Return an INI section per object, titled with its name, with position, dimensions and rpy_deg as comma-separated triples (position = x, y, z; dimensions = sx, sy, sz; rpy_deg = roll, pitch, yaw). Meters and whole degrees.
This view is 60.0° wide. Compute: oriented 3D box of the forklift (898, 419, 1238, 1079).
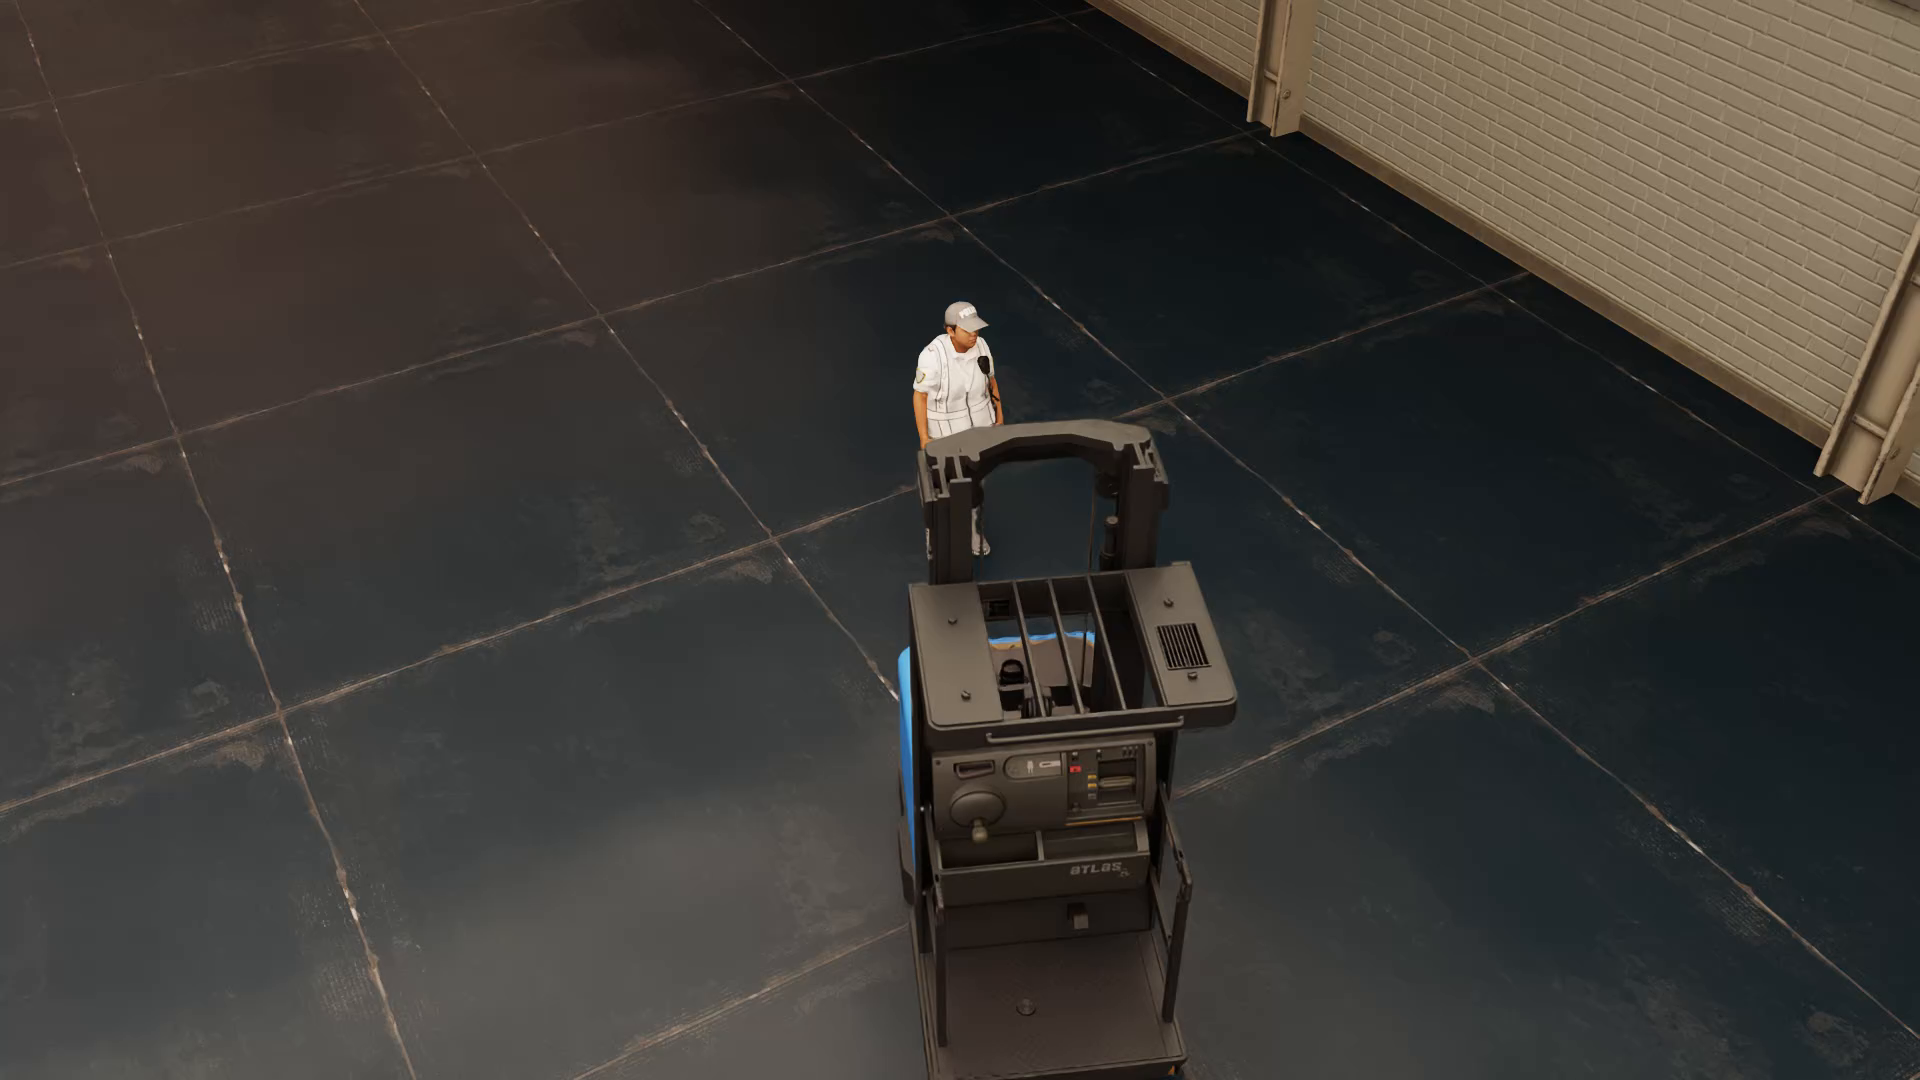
[forklift]
position = 0.379, 1.103, 6.706
dimensions = 1.130, 2.935, 3.031
rpy_deg = -4, 40, -5

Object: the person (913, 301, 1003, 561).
[person]
position = 0.018, -0.597, 9.736
dimensions = 0.598, 1.670, 0.529
rpy_deg = -20, 44, -23
